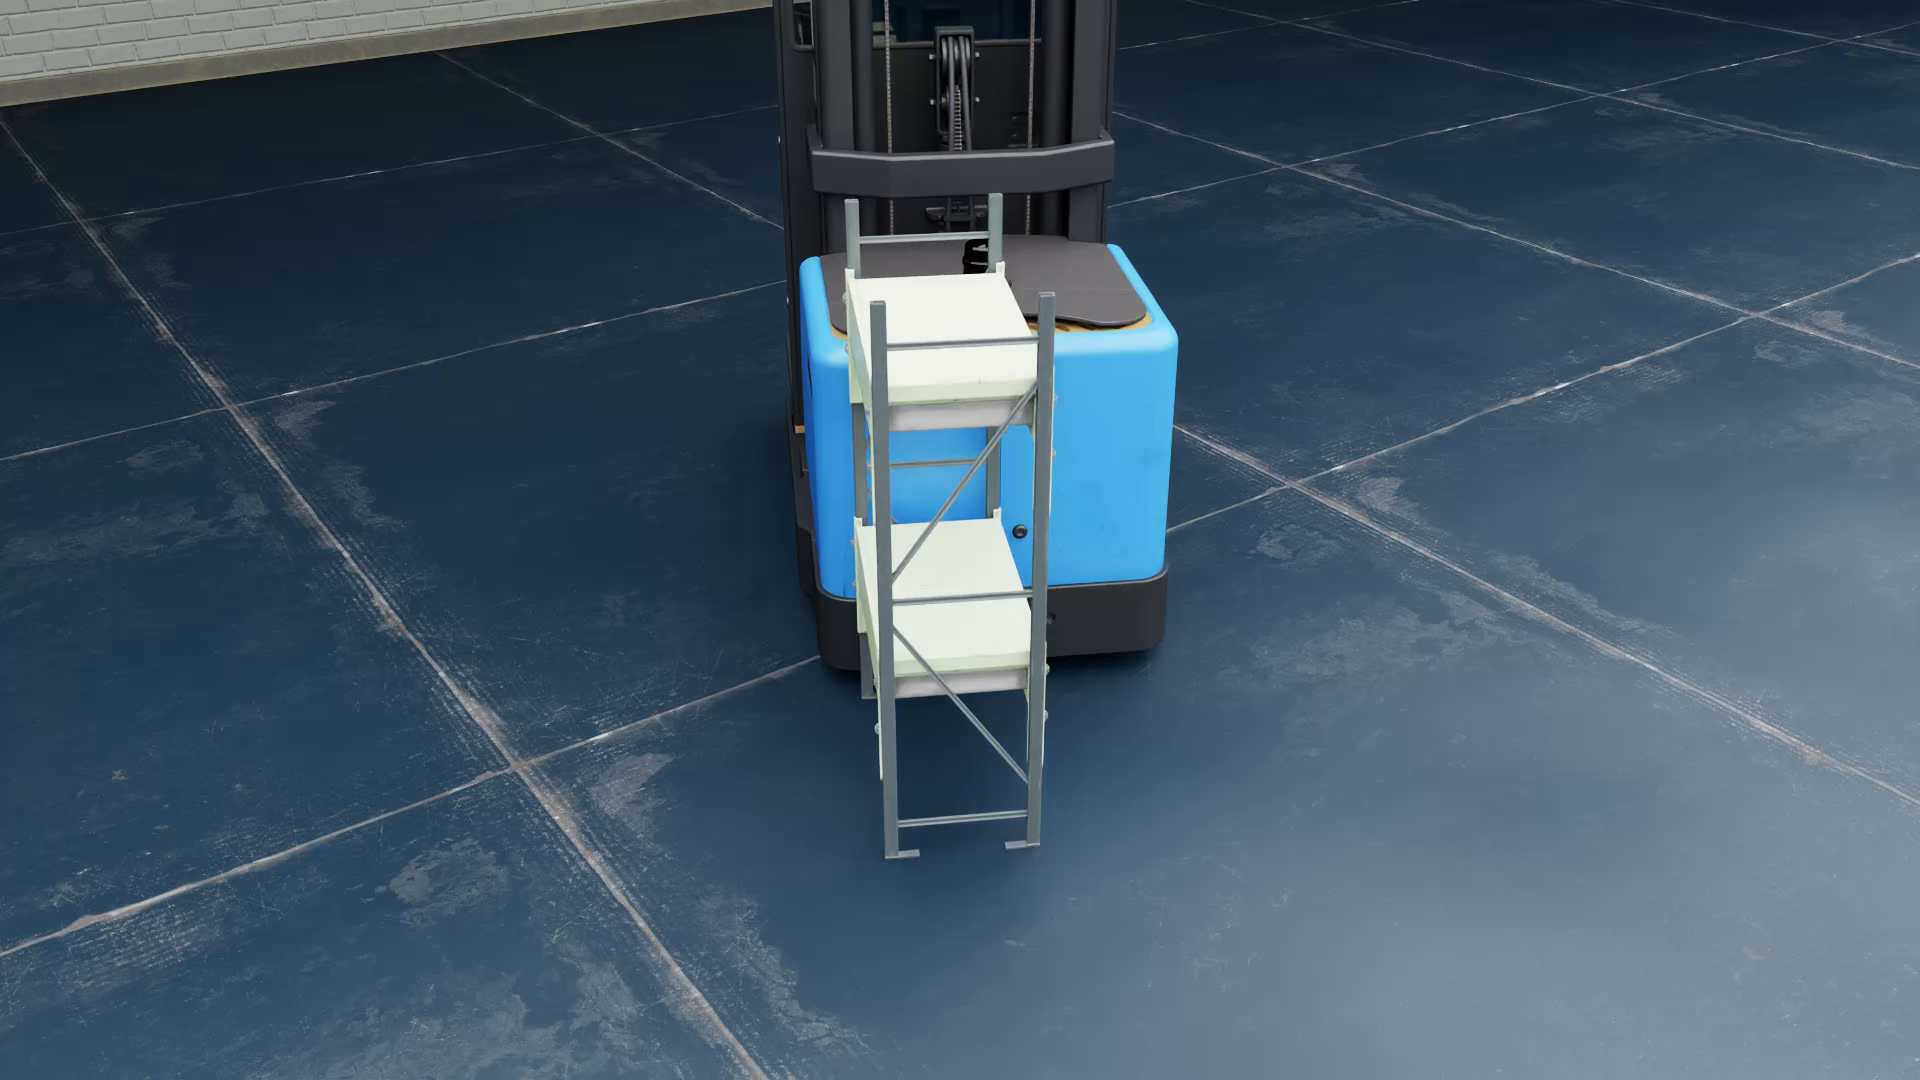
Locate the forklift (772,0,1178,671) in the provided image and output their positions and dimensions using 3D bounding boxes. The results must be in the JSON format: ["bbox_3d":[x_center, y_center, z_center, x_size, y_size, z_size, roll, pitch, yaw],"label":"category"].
[{"bbox_3d":[-0.080,-1.582,5.593,1.130,2.935,3.031,-4,29,-6],"label":"forklift"}]

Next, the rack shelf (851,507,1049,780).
[{"bbox_3d":[-0.042,0.254,4.394,0.431,0.370,0.720,-4,29,-7],"label":"rack shelf"}]

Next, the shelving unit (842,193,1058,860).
[{"bbox_3d":[-0.042,-0.032,4.238,0.431,1.500,0.755,-4,29,-7],"label":"shelving unit"}]

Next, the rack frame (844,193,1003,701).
[{"bbox_3d":[-0.091,-0.206,4.557,0.400,1.500,0.023,-4,29,-7],"label":"rack frame"}]

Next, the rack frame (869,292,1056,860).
[{"bbox_3d":[0.006,0.141,3.919,0.400,1.500,0.023,-4,29,-7],"label":"rack frame"}]

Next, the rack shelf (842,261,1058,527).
[{"bbox_3d":[-0.042,-0.375,4.052,0.431,0.370,0.720,-4,29,-7],"label":"rack shelf"}]
